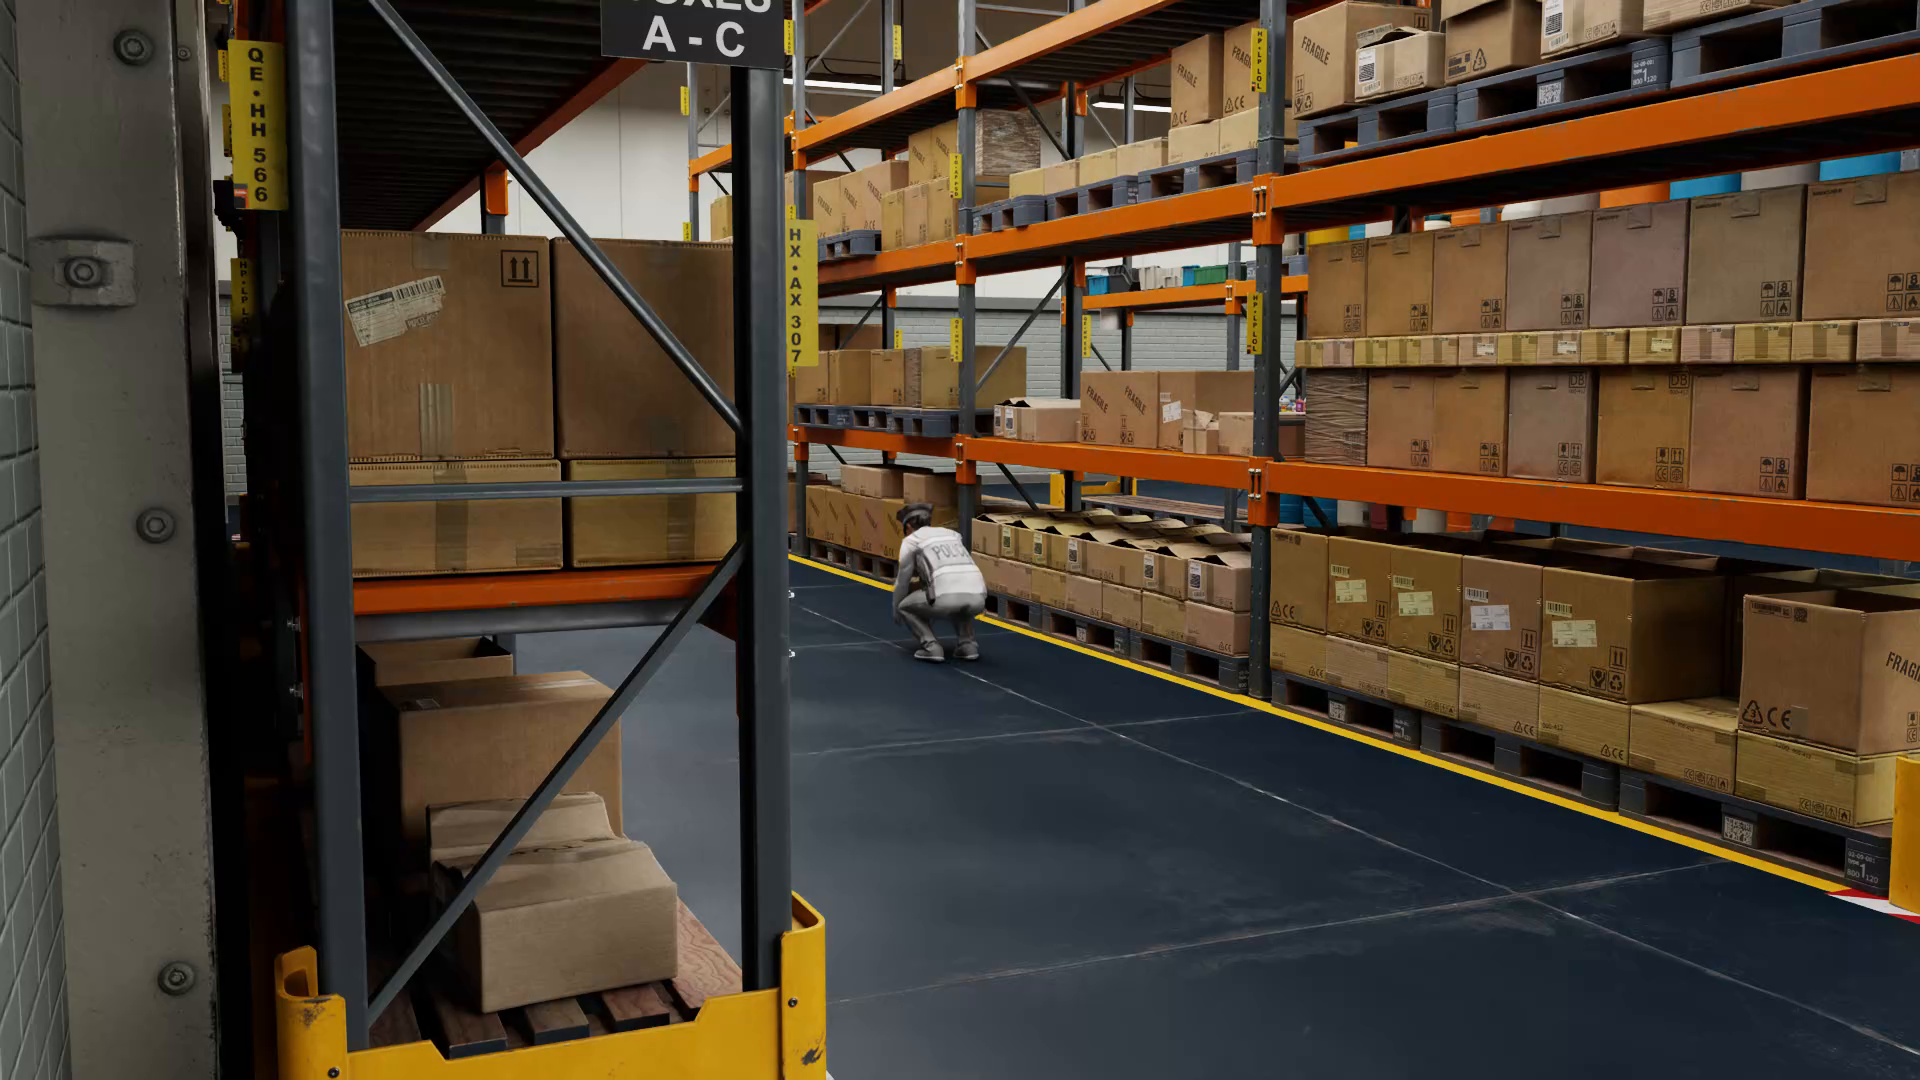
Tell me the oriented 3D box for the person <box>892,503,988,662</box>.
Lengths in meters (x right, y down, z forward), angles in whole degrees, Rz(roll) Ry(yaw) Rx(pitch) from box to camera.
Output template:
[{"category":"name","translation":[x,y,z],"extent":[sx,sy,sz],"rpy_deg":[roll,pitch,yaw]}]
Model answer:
[{"category":"person","translation":[-0.143,0.259,10.497],"extent":[0.467,0.975,0.841],"rpy_deg":[-2,6,-24]}]
